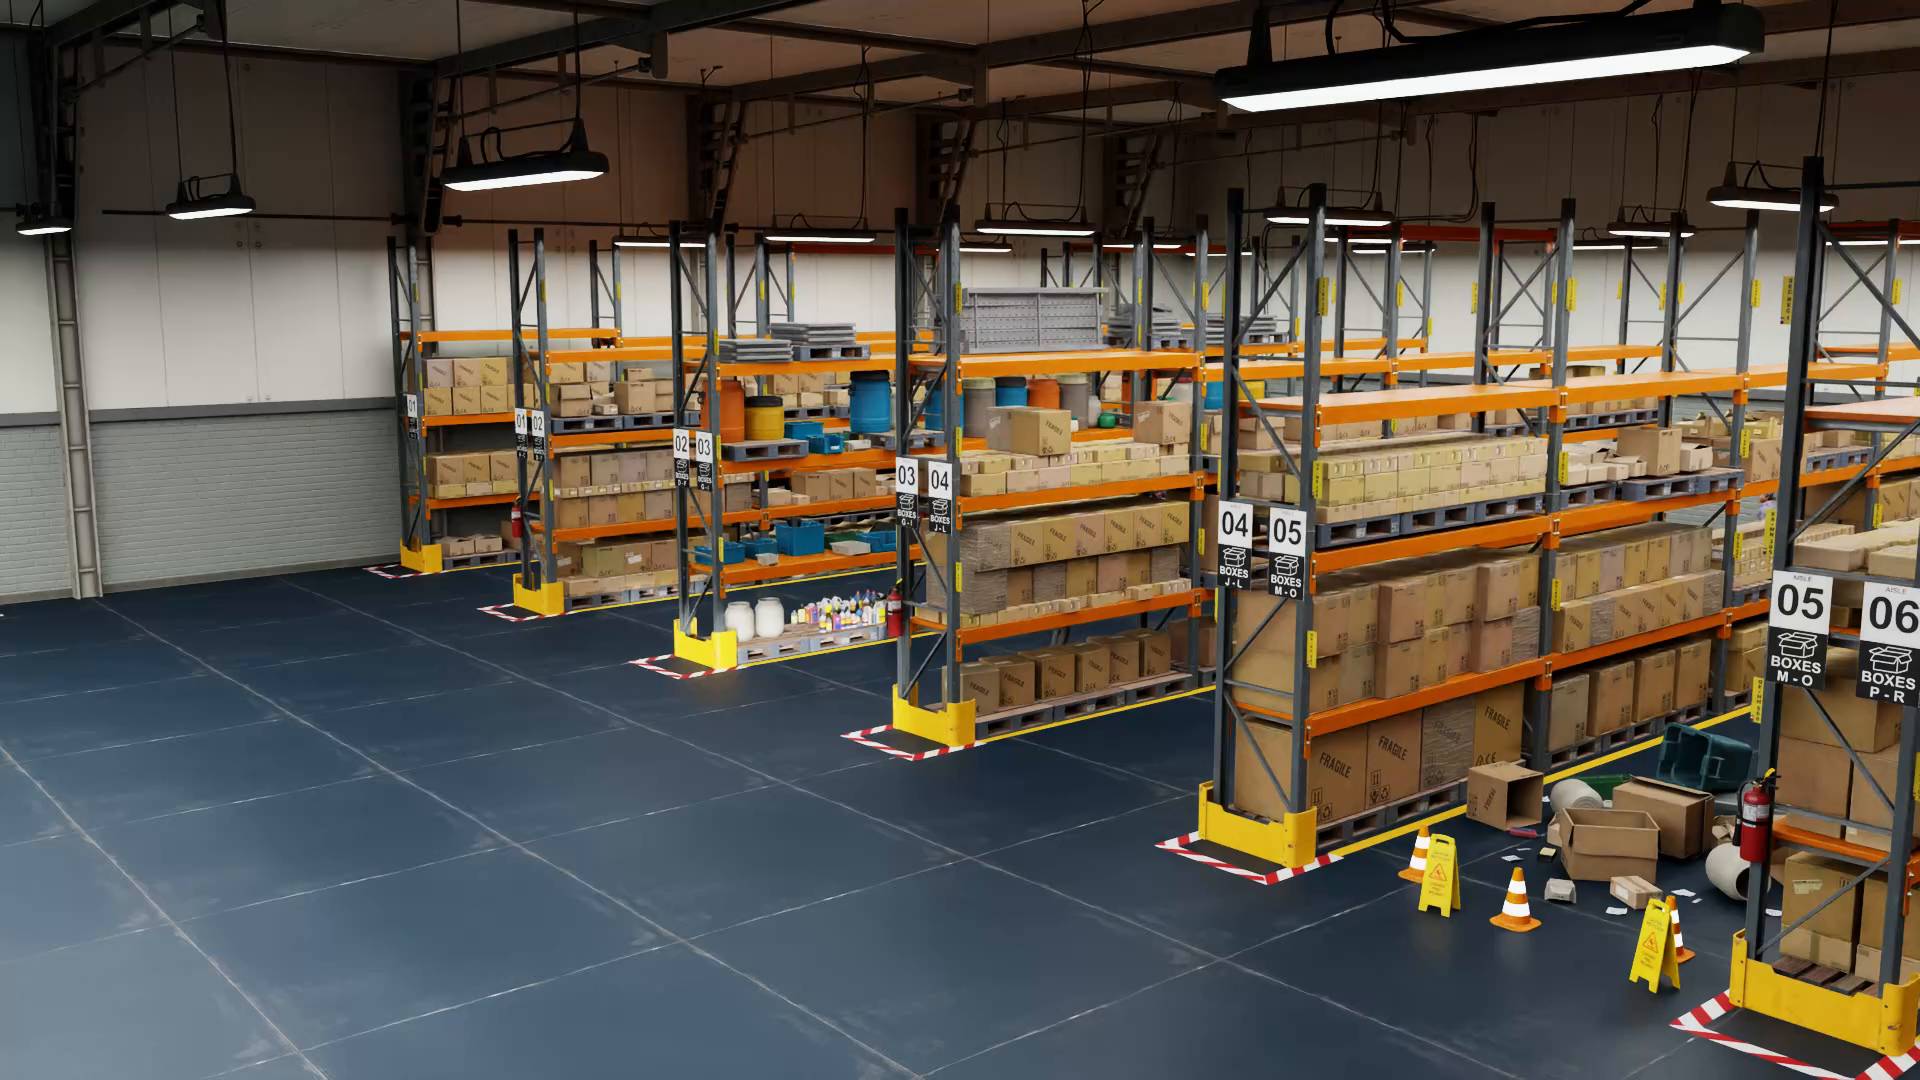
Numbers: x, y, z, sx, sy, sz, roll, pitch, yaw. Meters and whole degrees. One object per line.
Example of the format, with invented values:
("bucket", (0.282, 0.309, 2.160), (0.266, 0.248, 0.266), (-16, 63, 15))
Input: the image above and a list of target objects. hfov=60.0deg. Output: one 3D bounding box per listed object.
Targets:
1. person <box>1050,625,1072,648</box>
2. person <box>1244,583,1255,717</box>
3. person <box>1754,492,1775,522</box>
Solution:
("person", (1.392, 0.914, 22.449), (0.509, 1.652, 0.468), (8, 12, 41))
("person", (3.609, 1.312, 19.902), (0.506, 1.658, 0.522), (-3, 9, -20))
("person", (13.961, -0.057, 28.734), (0.487, 1.610, 0.612), (-8, 12, -41))
